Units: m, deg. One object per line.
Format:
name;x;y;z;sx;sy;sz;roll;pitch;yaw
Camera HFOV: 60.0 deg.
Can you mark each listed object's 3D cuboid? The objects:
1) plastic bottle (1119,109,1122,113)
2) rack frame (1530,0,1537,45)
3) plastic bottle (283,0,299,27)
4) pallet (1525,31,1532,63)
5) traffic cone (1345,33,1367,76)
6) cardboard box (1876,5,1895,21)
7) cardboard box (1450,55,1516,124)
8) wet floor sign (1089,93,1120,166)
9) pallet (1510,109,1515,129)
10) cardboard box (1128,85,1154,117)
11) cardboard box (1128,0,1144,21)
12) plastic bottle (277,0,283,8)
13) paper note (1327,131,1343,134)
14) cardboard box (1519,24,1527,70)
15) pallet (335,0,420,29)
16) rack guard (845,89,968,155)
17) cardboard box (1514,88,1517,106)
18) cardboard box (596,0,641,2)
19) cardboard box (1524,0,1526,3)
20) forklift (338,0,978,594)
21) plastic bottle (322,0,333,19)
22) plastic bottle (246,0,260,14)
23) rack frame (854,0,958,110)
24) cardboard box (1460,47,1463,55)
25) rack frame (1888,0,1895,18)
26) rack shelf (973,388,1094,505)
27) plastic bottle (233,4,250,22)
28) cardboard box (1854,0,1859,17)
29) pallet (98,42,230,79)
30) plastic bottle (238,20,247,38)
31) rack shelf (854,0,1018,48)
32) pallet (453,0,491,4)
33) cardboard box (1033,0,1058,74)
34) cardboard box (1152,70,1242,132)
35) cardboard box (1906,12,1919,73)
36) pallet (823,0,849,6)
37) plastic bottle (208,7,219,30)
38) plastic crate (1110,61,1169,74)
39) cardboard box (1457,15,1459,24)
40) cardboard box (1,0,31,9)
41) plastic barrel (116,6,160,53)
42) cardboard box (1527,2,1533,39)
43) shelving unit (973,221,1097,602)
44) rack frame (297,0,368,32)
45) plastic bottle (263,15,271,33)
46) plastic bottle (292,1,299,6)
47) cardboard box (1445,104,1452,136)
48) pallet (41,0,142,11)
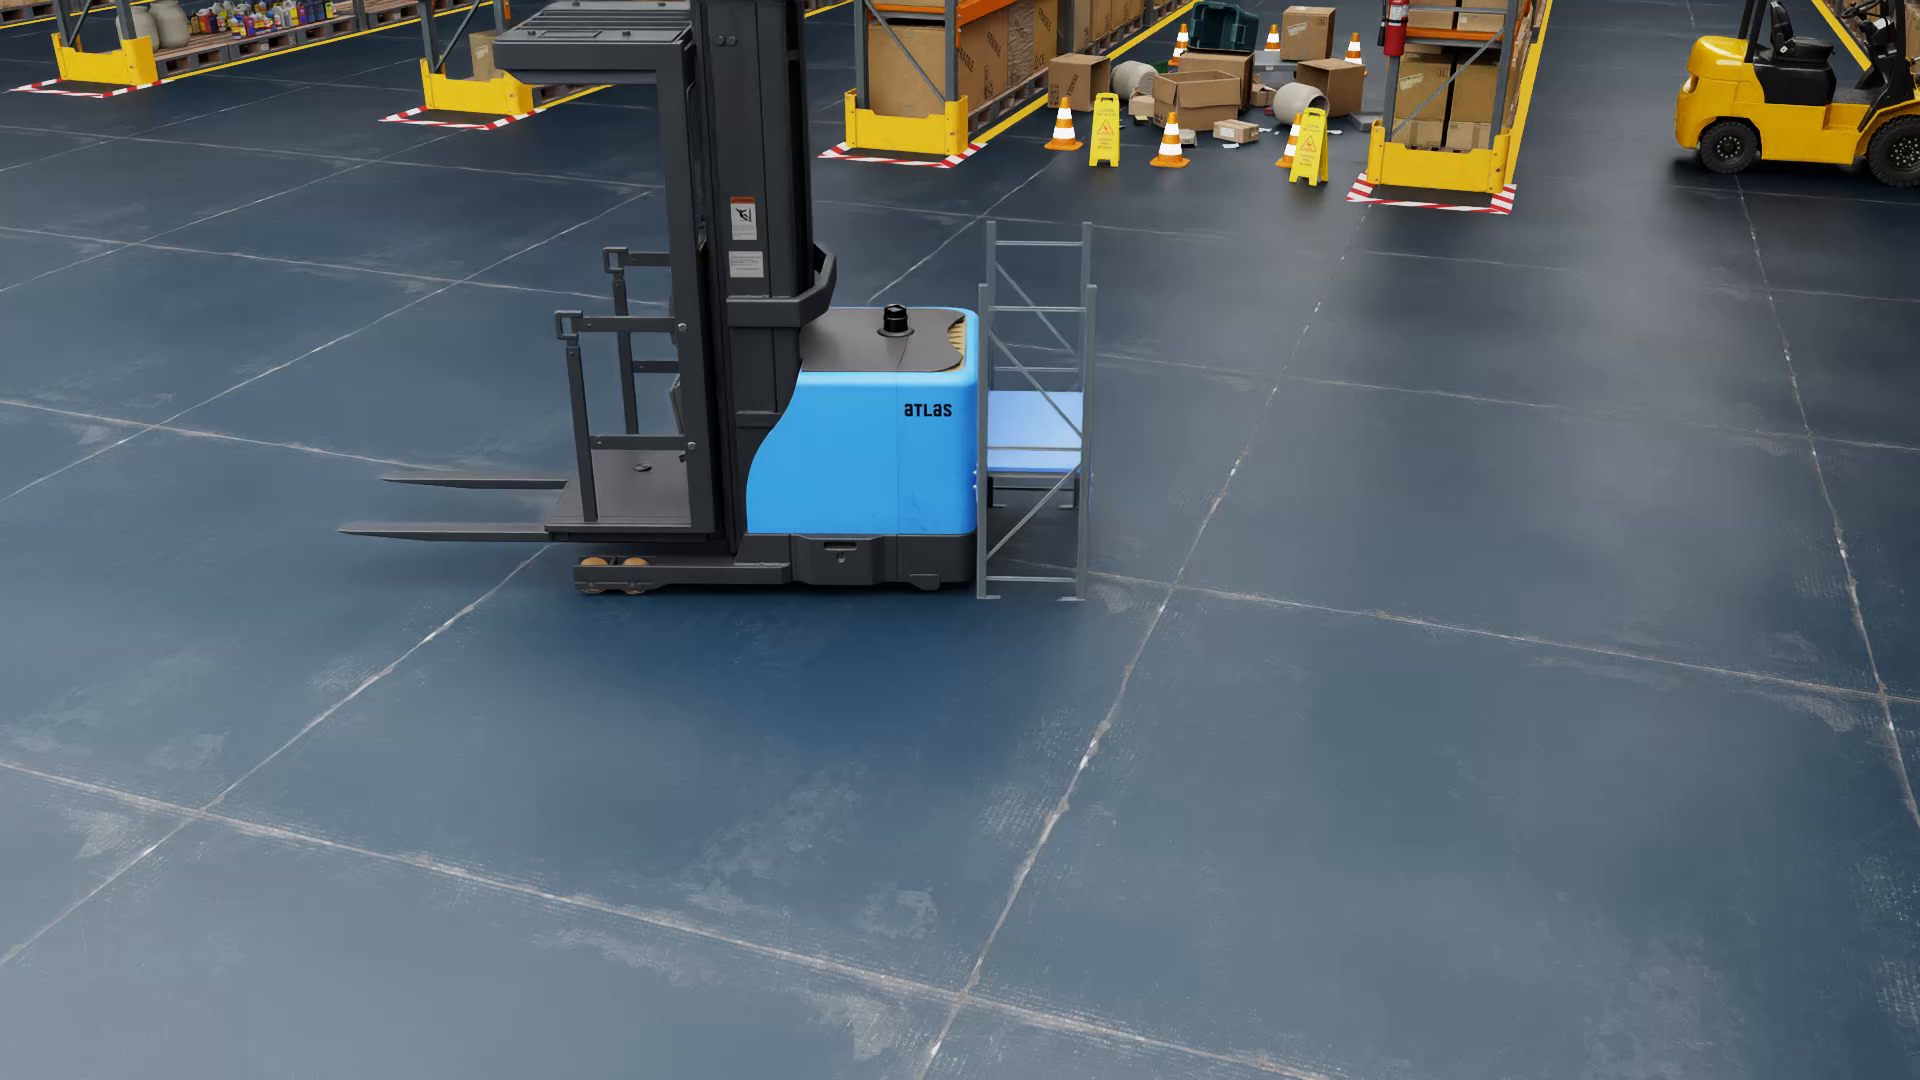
plastic bottle;1.566;-4.536;17.548;0.283;0.061;0.133;0;26;-1
rack frame;6.856;-7.772;20.861;1.000;3.000;0.127;9;27;17
plastic bottle;-8.605;-6.772;21.329;0.144;0.351;0.185;9;27;17
pallet;6.594;-6.196;20.805;1.003;0.211;1.213;9;27;17
traffic cone;4.617;-5.699;19.490;0.336;0.463;0.334;9;27;17
cardboard box;11.476;-6.323;20.254;0.500;0.500;0.500;10;27;19
cardboard box;4.730;-4.075;15.037;0.500;0.500;0.500;8;27;16
wet floor sign;1.350;-3.802;15.363;0.267;0.644;0.232;4;26;8
pallet;4.930;-4.089;16.454;1.003;0.211;1.213;9;27;17
cardboard box;1.988;-4.601;17.448;0.396;0.266;0.258;14;29;26
cardboard box;1.867;-7.388;22.166;1.050;0.750;0.750;8;27;17
plastic bottle;-8.992;-7.040;21.960;0.061;0.283;0.133;9;27;17
paper note;3.759;-4.098;16.679;0.142;0.019;0.148;0;26;-1
cardboard box;5.413;-4.926;16.795;0.500;0.500;0.500;9;27;18
pallet;-8.266;-7.357;23.203;1.003;0.211;1.213;9;27;17
rack guard;-0.516;-4.026;15.992;1.175;0.500;0.348;9;27;17
cardboard box;5.240;-4.369;16.506;0.500;0.250;0.500;9;27;18
cardboard box;-4.175;-6.235;20.071;0.500;0.500;0.500;19;32;34
cardboard box;4.782;-5.031;14.744;0.500;0.500;0.500;10;27;19
forklift;-1.414;-1.297;7.565;3.031;2.935;1.130;0;26;1
plastic bottle;-8.340;-7.014;21.906;0.061;0.283;0.133;10;28;20
plastic bottle;-9.214;-6.941;21.678;0.144;0.351;0.185;8;27;15
rack frame;-0.508;-5.161;15.467;1.000;3.000;0.127;9;27;17
cardboard box;4.559;-4.562;16.043;0.500;0.500;0.500;8;27;16
rack frame;11.538;-7.054;19.377;1.000;3.000;0.127;9;27;17
rack shelf;0.353;-0.461;7.893;0.538;0.185;1.000;1;26;3
plastic bottle;-9.207;-6.721;21.310;0.152;0.276;0.135;9;27;17
cardboard box;12.158;-7.171;22.005;0.500;0.500;0.500;8;27;16
pallet;-9.566;-5.756;19.896;1.003;0.211;1.213;9;27;17
plastic bottle;-8.890;-6.321;20.570;0.097;0.201;0.097;0;26;0
rack shelf;0.158;-5.659;17.322;1.077;0.370;4.000;9;27;17
pallet;-7.454;-8.360;25.274;1.003;0.211;1.213;9;27;17
cardboard box;0.548;-5.789;18.721;0.875;0.875;0.875;9;27;18
cardboard box;2.391;-4.450;16.864;0.797;0.503;0.637;-9;27;-18
cardboard box;10.884;-5.374;18.149;0.875;0.625;0.625;8;27;15
pallet;-2.156;-8.267;25.083;1.003;0.211;1.213;9;27;17
plastic bottle;-9.469;-6.587;21.033;0.152;0.276;0.135;8;27;16
plastic crate;2.001;-5.304;18.923;0.662;0.188;0.450;-20;23;-36
cardboard box;4.572;-4.587;14.570;0.380;0.149;0.250;9;27;18
cardboard box;-13.285;-7.529;23.031;0.500;0.250;0.500;9;27;17
plastic barrel;-9.675;-5.991;19.554;0.421;0.512;0.421;0;26;0
cardboard box;6.658;-6.548;20.865;0.950;0.372;0.625;7;27;14
shelving unit;0.353;-0.623;7.815;0.538;1.500;1.048;1;26;3
rack frame;-8.491;-8.284;21.917;1.000;3.000;0.127;9;27;17
plastic bottle;-8.745;-6.501;20.942;0.097;0.201;0.097;0;26;0
plastic bottle;-8.645;-6.882;21.642;0.152;0.276;0.135;9;27;17
cardboard box;4.389;-4.019;15.782;0.500;0.250;0.500;9;27;18
pallet;-12.952;-8.057;24.649;1.003;0.211;1.213;9;27;17
